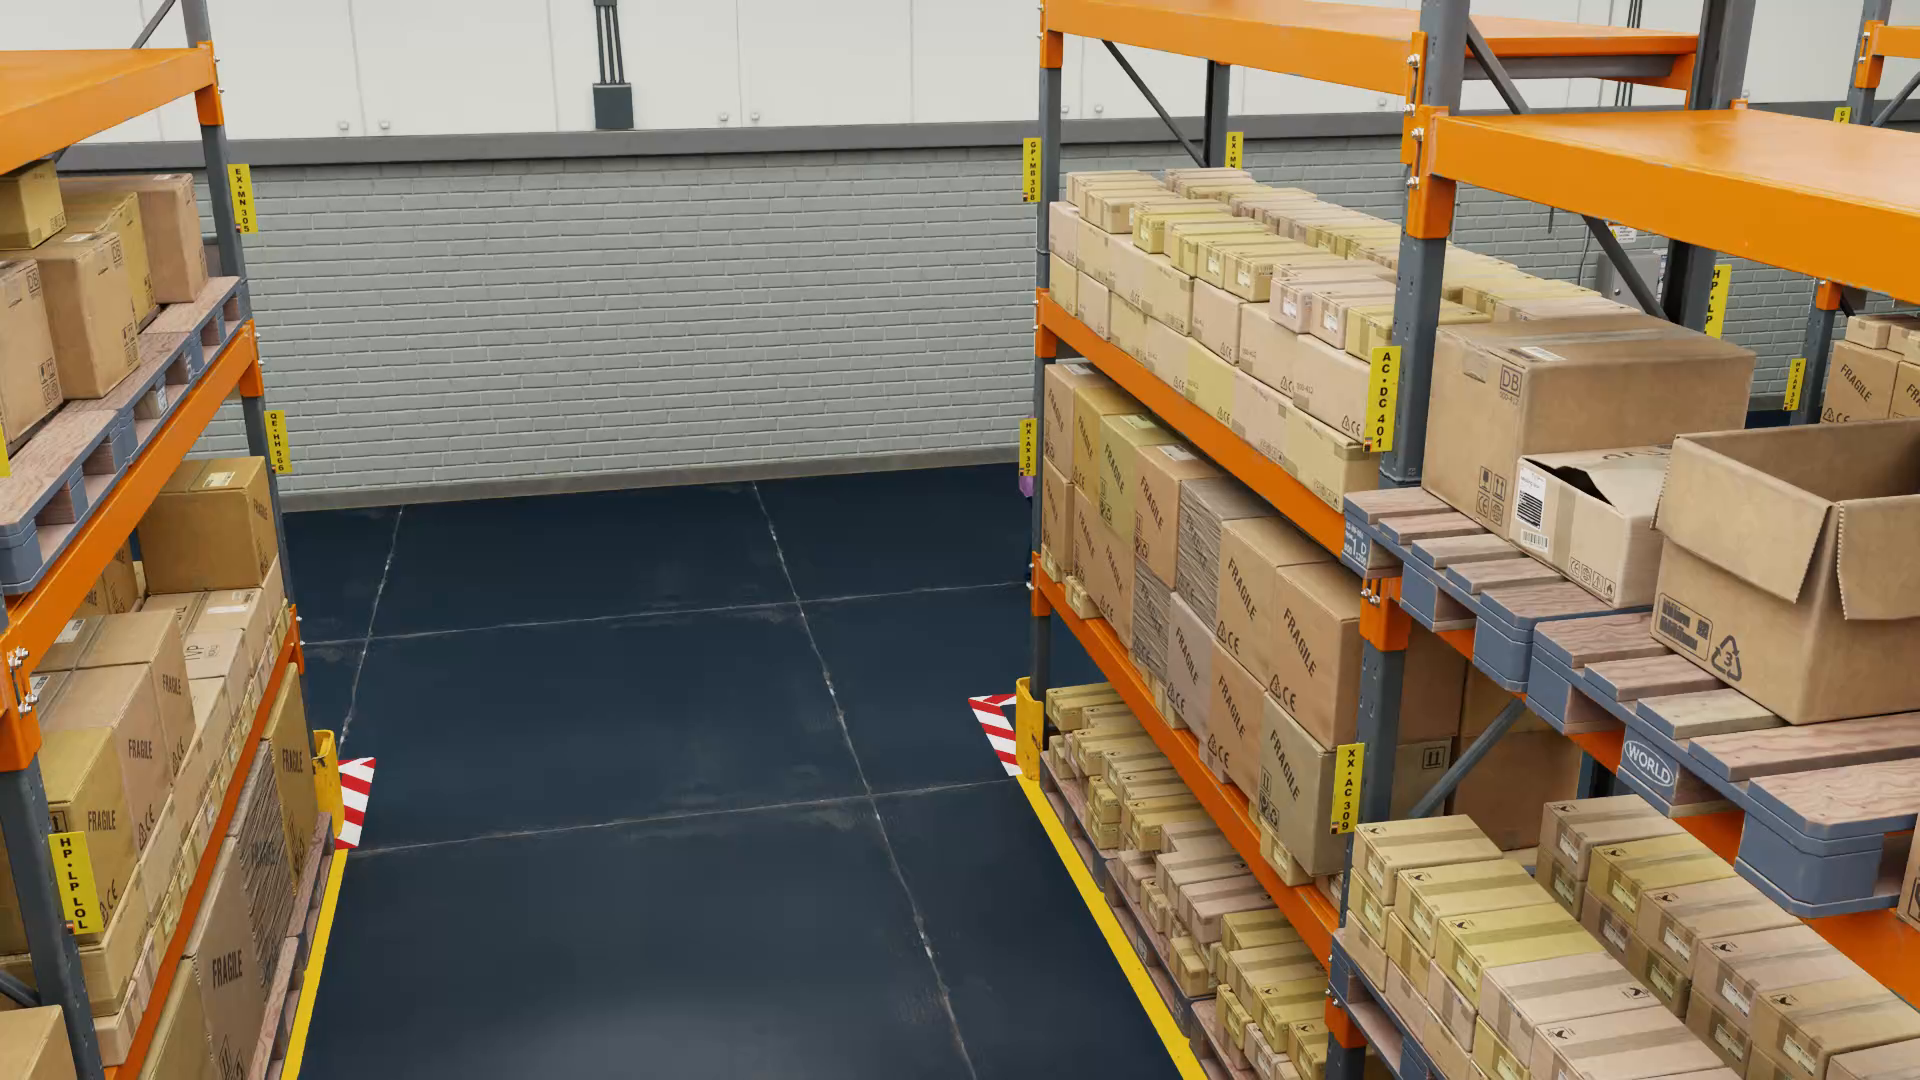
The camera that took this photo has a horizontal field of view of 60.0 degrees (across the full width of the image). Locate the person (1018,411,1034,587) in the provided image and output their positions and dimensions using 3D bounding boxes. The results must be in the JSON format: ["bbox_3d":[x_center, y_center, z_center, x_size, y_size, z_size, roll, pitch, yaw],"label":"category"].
[{"bbox_3d":[0.612,-0.364,12.110,0.347,1.581,0.462,-5,21,-14],"label":"person"}]
